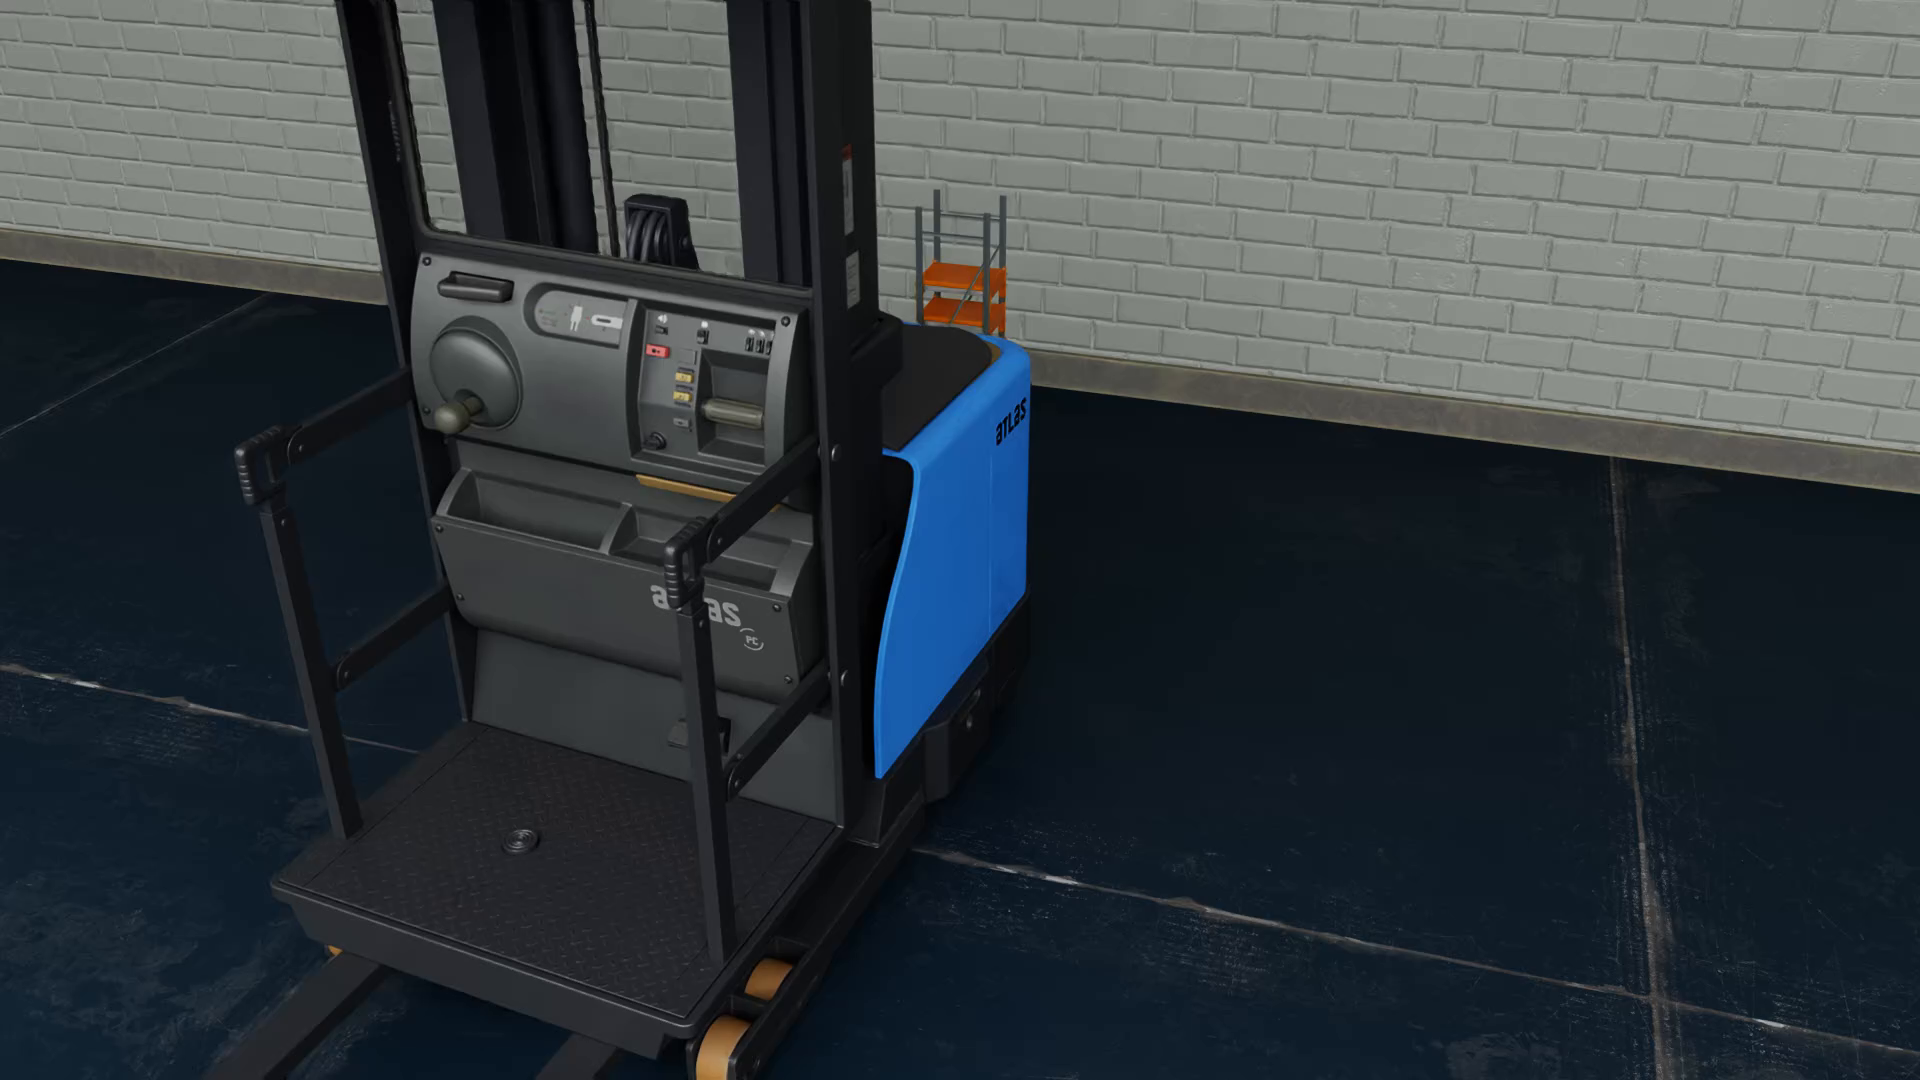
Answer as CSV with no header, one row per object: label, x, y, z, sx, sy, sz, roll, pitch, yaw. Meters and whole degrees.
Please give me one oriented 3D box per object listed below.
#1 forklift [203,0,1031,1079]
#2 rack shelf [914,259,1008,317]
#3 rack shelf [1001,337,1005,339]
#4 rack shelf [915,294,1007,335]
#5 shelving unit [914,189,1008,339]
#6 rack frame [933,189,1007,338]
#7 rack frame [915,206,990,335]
forklift,-0.842,-0.321,3.311,1.130,2.935,3.031,12,31,20
rack shelf,0.004,-0.807,5.317,0.258,0.103,0.180,8,30,15
rack shelf,0.004,-0.597,5.434,0.258,0.103,0.180,8,30,15
rack shelf,0.004,-0.702,5.375,0.258,0.103,0.180,8,30,15
shelving unit,0.004,-0.531,5.470,0.258,1.200,0.189,8,30,15
rack frame,0.031,-0.574,5.547,0.240,1.200,0.006,8,30,15
rack frame,-0.023,-0.489,5.394,0.240,1.200,0.006,8,30,15
